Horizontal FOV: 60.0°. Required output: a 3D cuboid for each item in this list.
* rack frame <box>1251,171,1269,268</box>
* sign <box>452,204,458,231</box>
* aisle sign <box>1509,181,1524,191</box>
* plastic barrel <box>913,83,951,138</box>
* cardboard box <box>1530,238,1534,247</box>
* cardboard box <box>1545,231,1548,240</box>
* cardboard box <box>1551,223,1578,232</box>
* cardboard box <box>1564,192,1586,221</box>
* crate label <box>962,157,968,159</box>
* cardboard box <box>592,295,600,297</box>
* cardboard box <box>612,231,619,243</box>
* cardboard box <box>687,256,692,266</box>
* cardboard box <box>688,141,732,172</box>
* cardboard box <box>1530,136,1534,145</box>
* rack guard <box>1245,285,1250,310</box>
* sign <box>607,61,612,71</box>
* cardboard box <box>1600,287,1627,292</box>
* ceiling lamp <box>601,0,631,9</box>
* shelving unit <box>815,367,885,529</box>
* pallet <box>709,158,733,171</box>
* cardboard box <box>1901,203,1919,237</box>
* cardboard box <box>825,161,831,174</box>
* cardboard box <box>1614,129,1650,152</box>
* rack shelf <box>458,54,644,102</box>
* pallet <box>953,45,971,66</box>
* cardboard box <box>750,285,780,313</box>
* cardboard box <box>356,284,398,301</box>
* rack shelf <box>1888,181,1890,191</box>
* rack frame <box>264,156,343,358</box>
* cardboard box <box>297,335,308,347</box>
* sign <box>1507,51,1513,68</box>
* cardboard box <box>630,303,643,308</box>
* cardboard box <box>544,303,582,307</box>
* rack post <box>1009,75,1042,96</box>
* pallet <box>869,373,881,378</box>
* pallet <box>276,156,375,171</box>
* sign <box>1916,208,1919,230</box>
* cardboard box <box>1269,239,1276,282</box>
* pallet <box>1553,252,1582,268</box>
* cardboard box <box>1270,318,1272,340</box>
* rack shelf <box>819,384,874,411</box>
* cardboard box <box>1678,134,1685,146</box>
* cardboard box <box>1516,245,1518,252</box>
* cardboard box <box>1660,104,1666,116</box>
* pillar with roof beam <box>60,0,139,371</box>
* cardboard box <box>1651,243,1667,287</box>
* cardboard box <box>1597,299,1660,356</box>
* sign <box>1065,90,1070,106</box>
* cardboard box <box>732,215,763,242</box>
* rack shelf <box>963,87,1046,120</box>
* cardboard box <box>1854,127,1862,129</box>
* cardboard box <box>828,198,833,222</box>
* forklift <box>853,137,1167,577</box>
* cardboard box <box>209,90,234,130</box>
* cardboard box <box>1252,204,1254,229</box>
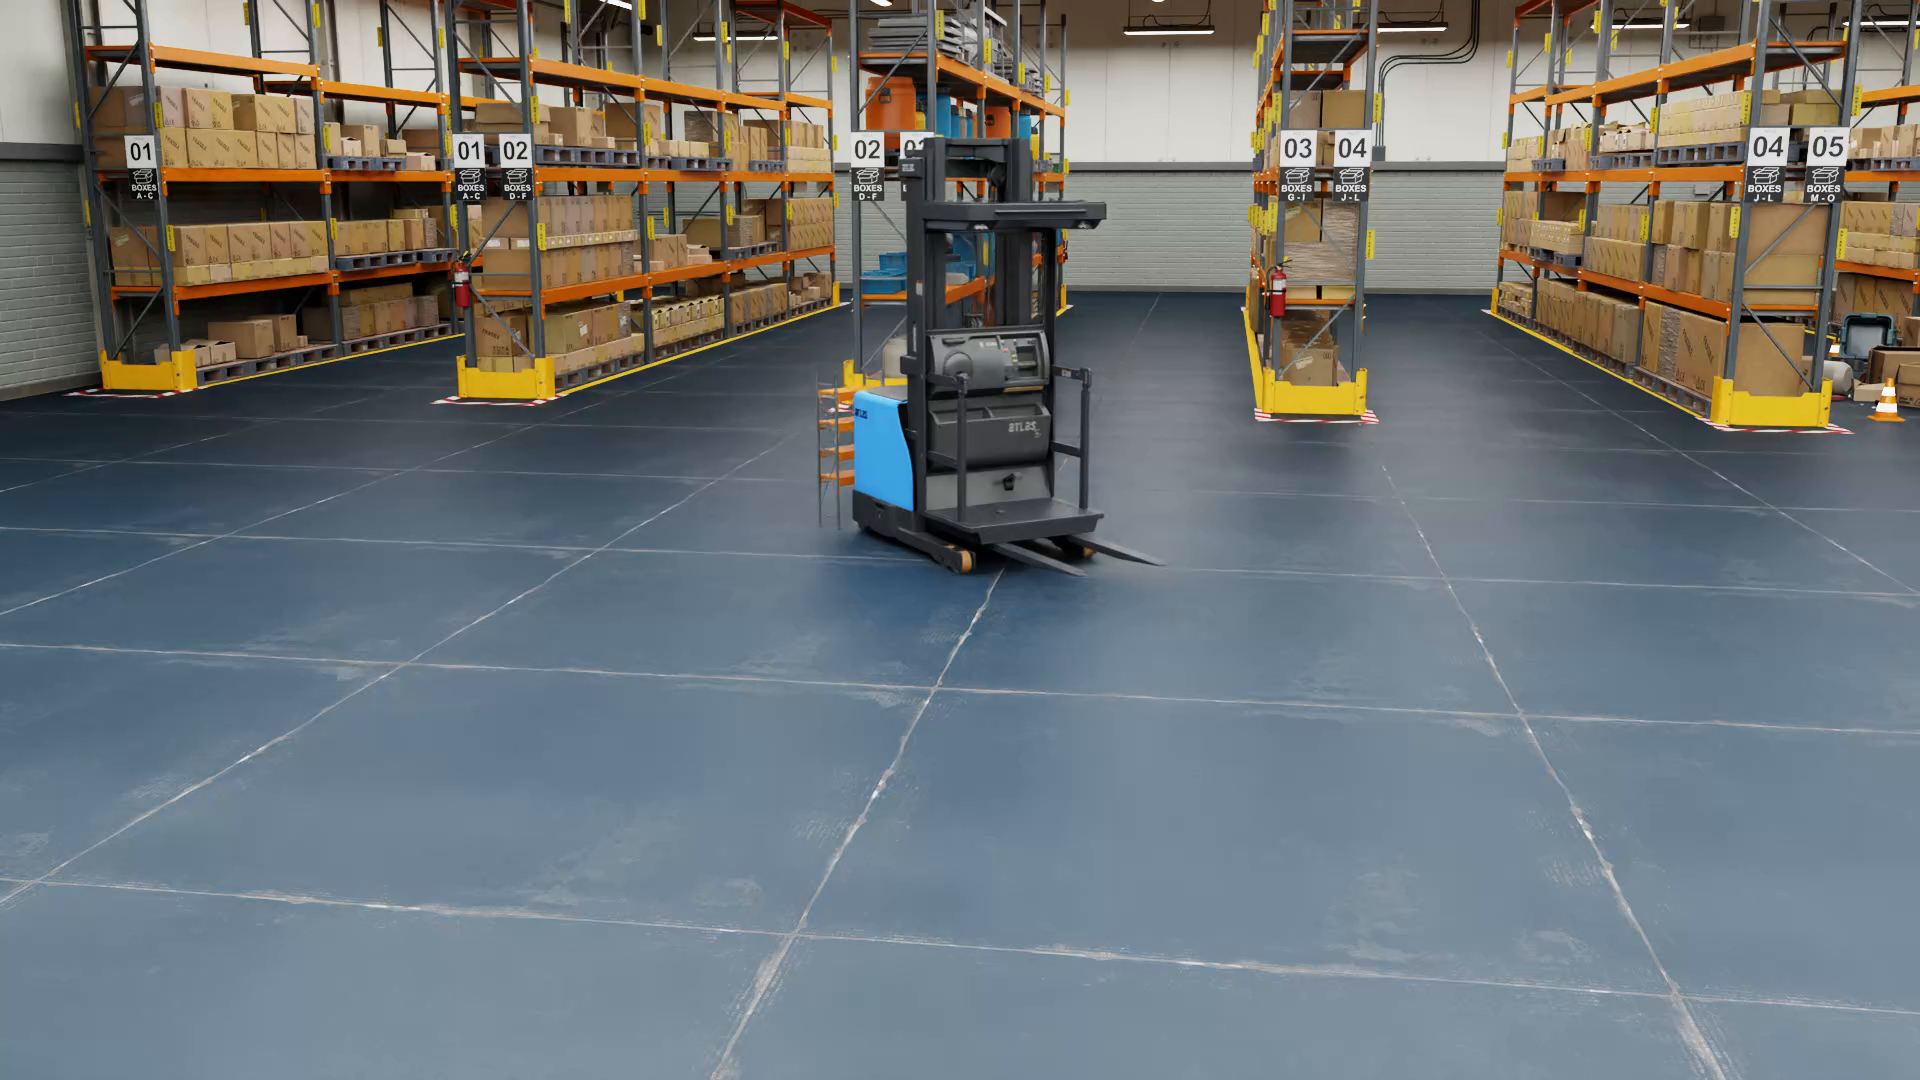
[{"bbox_3d":[6.577,-6.280,34.514,1.000,3.000,0.127,2,12,9],"label":"rack frame"},{"bbox_3d":[-6.206,-3.974,20.501,0.100,0.325,0.005,2,12,9],"label":"sign"},{"bbox_3d":[11.177,-7.394,33.513,0.394,0.787,0.004,2,12,9],"label":"aisle sign"},{"bbox_3d":[-0.422,-5.656,22.310,0.600,0.901,0.708,2,12,9],"label":"plastic barrel"},{"bbox_3d":[10.332,-5.281,29.478,0.380,0.149,0.250,1,12,6],"label":"cardboard box"},{"bbox_3d":[10.135,-5.153,28.179,0.380,0.149,0.250,2,12,8],"label":"cardboard box"},{"bbox_3d":[10.055,-5.192,27.654,0.380,0.149,0.250,2,12,11],"label":"cardboard box"},{"bbox_3d":[11.157,-6.035,30.059,0.500,0.500,0.500,2,12,10],"label":"cardboard box"},{"bbox_3d":[-0.164,-4.883,21.262,0.502,0.251,0.408,2,12,9],"label":"crate label"},{"bbox_3d":[-8.192,-5.492,35.793,0.700,0.500,0.500,2,12,8],"label":"cardboard box"},{"bbox_3d":[-5.004,-4.246,23.297,0.380,0.149,0.250,2,12,9],"label":"cardboard box"},{"bbox_3d":[-4.582,-4.546,27.066,0.380,0.149,0.250,3,12,13],"label":"cardboard box"},{"bbox_3d":[-4.408,-6.544,28.380,0.910,0.500,0.500,2,12,9],"label":"cardboard box"},{"bbox_3d":[10.777,-7.389,30.764,0.380,0.149,0.250,1,12,6],"label":"cardboard box"},{"bbox_3d":[6.581,-5.063,34.801,1.175,0.500,0.348,2,12,9],"label":"rack guard"},{"bbox_3d":[-7.572,-10.169,35.914,0.100,0.325,0.005,2,12,9],"label":"sign"},{"bbox_3d":[10.577,-3.919,26.713,0.500,0.250,0.500,1,12,6],"label":"cardboard box"},{"bbox_3d":[-6.077,-11.450,30.410,0.800,3.185,2.000,2,12,9],"label":"ceiling lamp"},{"bbox_3d":[-0.849,-0.724,13.001,0.258,1.200,0.503,12,17,44],"label":"shelving unit"},{"bbox_3d":[-4.457,-6.166,27.315,1.213,0.211,1.003,2,12,11],"label":"pallet"},{"bbox_3d":[14.960,-4.947,25.720,0.500,0.500,0.500,2,12,7],"label":"cardboard box"},{"bbox_3d":[-3.030,-7.879,35.171,0.500,0.250,0.500,2,12,9],"label":"cardboard box"},{"bbox_3d":[9.747,-5.755,23.936,0.500,0.311,0.500,2,12,8],"label":"cardboard box"},{"bbox_3d":[-5.364,-6.073,21.970,1.077,0.370,4.000,2,12,9],"label":"rack shelf"},{"bbox_3d":[-0.447,-6.160,21.116,1.003,0.211,1.213,2,12,9],"label":"pallet"},{"bbox_3d":[-3.703,-4.548,31.365,0.500,0.500,0.500,2,12,9],"label":"cardboard box"},{"bbox_3d":[-9.620,-4.081,27.417,0.500,0.250,0.500,2,12,8],"label":"cardboard box"},{"bbox_3d":[16.061,-6.657,30.852,1.077,0.370,4.000,2,12,9],"label":"rack shelf"},{"bbox_3d":[-9.952,-4.264,25.157,1.000,3.000,0.127,2,12,9],"label":"rack frame"},{"bbox_3d":[-10.005,-2.981,24.888,0.380,0.166,0.250,0,12,1],"label":"cardboard box"},{"bbox_3d":[10.926,-9.544,33.014,0.100,0.325,0.005,2,12,9],"label":"sign"},{"bbox_3d":[-5.125,-3.545,26.022,0.500,0.311,0.500,2,12,8],"label":"cardboard box"},{"bbox_3d":[-5.591,-3.037,23.216,0.500,0.500,0.500,2,12,9],"label":"cardboard box"},{"bbox_3d":[0.882,-7.871,28.842,0.937,0.300,0.954,3,13,15],"label":"rack post"},{"bbox_3d":[-0.682,-1.933,20.962,1.003,0.211,1.213,2,12,9],"label":"pallet"},{"bbox_3d":[-9.752,-5.763,25.441,1.213,0.211,1.003,2,12,9],"label":"pallet"},{"bbox_3d":[14.590,-4.877,25.255,0.100,0.325,0.005,2,12,9],"label":"sign"},{"bbox_3d":[4.186,-3.365,20.046,0.875,0.500,0.500,2,12,9],"label":"cardboard box"},{"bbox_3d":[10.236,-4.491,26.668,1.213,0.211,1.003,2,12,9],"label":"pallet"},{"bbox_3d":[5.191,-3.352,25.816,0.700,0.500,0.500,1,12,4],"label":"cardboard box"},{"bbox_3d":[-0.851,-1.108,12.919,0.258,0.148,0.480,12,17,44],"label":"rack shelf"},{"bbox_3d":[9.070,-4.921,20.452,0.380,0.149,0.250,2,12,8],"label":"cardboard box"},{"bbox_3d":[10.899,-5.592,31.919,0.380,0.149,0.250,2,12,11],"label":"cardboard box"},{"bbox_3d":[9.225,-5.523,21.351,0.380,0.149,0.250,2,12,9],"label":"cardboard box"},{"bbox_3d":[-7.060,-6.398,20.821,9.100,9.000,0.400,2,12,9],"label":"pillar with roof beam"},{"bbox_3d":[9.572,-3.597,21.706,0.875,0.550,0.550,2,12,9],"label":"cardboard box"},{"bbox_3d":[9.775,-3.039,23.817,1.050,0.750,0.750,2,12,9],"label":"cardboard box"},{"bbox_3d":[2.229,-9.201,34.594,0.100,0.325,0.005,2,12,9],"label":"sign"},{"bbox_3d":[-4.120,-5.932,31.665,0.700,0.500,0.500,-2,12,-10],"label":"cardboard box"},{"bbox_3d":[0.760,-7.577,28.949,1.077,0.370,4.000,2,12,9],"label":"rack shelf"},{"bbox_3d":[16.052,-7.011,29.316,0.500,0.500,0.500,2,12,10],"label":"cardboard box"},{"bbox_3d":[-3.008,-7.038,35.420,0.500,0.500,0.500,2,12,8],"label":"cardboard box"},{"bbox_3d":[0.318,-1.305,11.591,1.130,2.935,3.031,-7,14,-28],"label":"forklift"},{"bbox_3d":[-10.073,-5.727,22.169,0.500,0.500,0.500,2,12,10],"label":"cardboard box"},{"bbox_3d":[6.159,-6.524,33.514,0.500,0.500,0.500,2,12,7],"label":"cardboard box"}]
